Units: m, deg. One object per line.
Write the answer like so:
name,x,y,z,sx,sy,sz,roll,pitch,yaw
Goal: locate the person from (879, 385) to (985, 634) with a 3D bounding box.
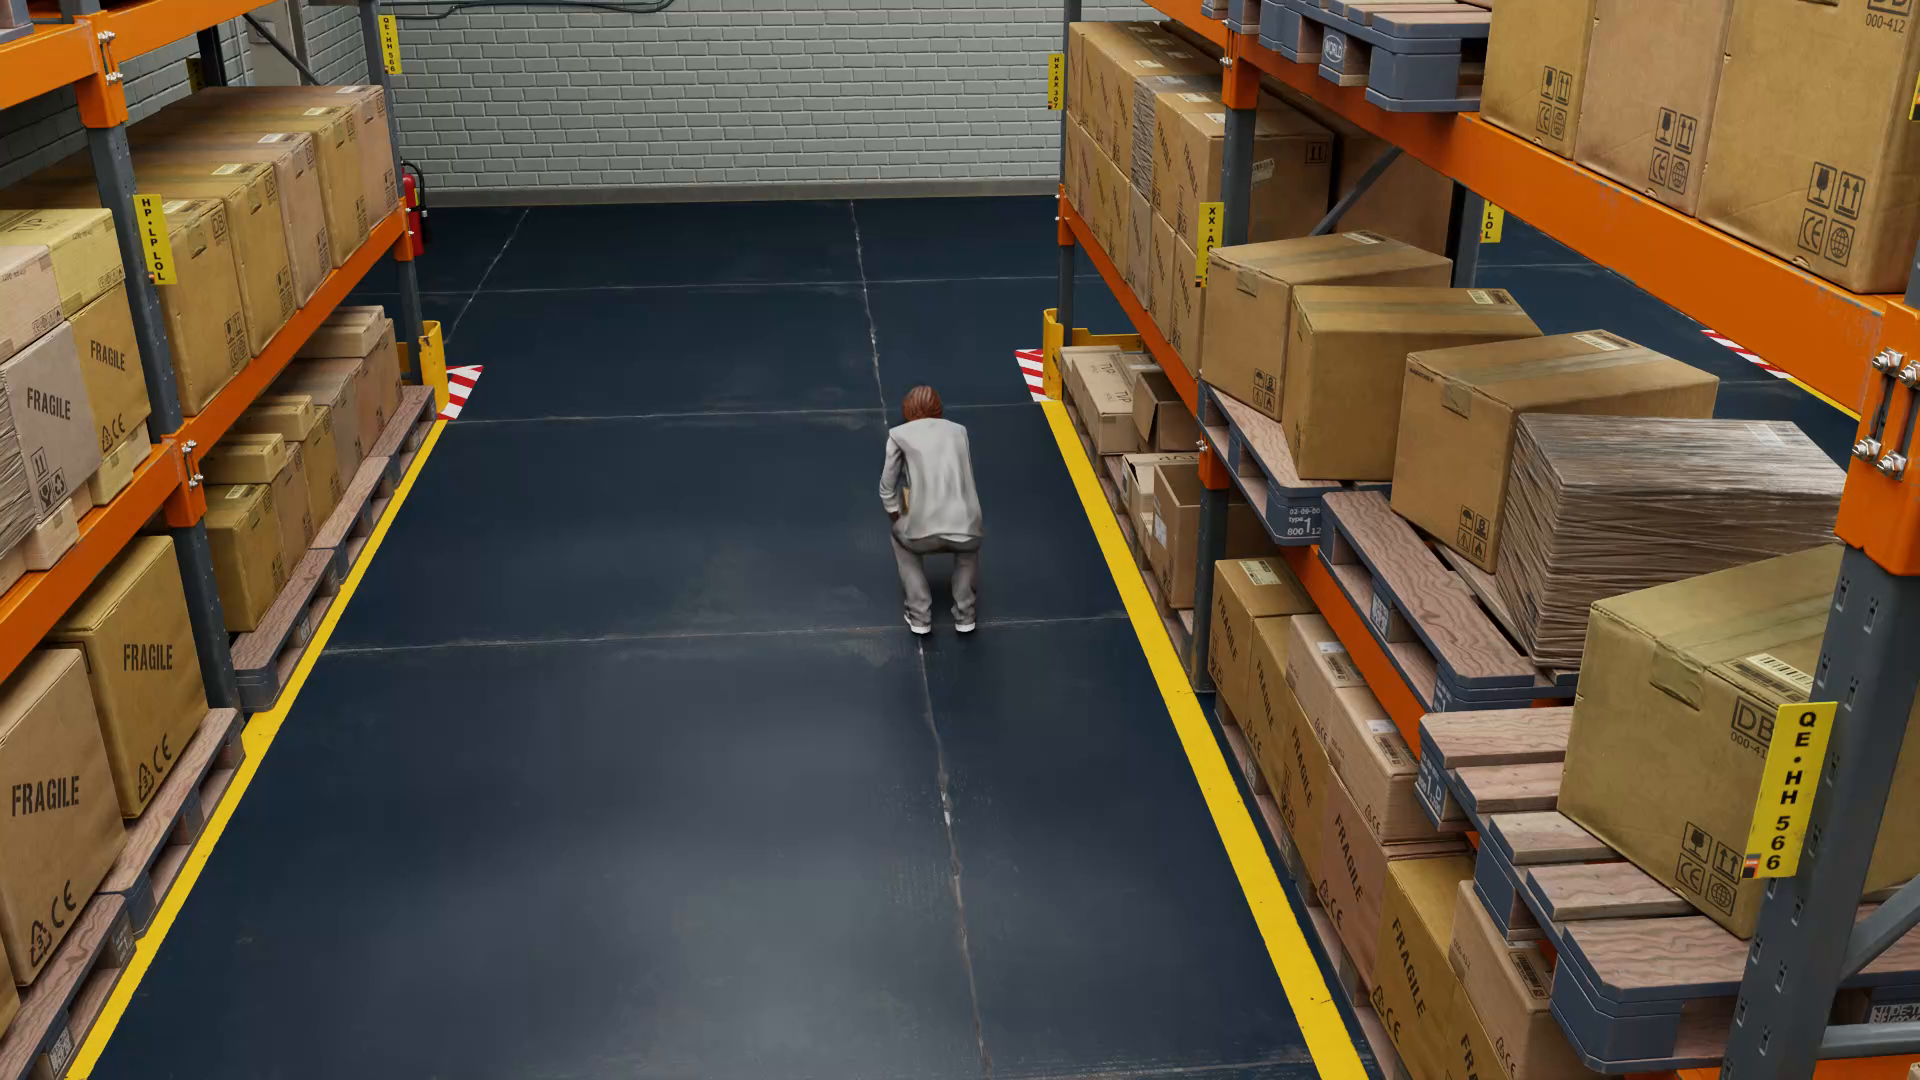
person,-0.126,-0.069,7.578,0.458,0.939,0.755,-2,24,-5
